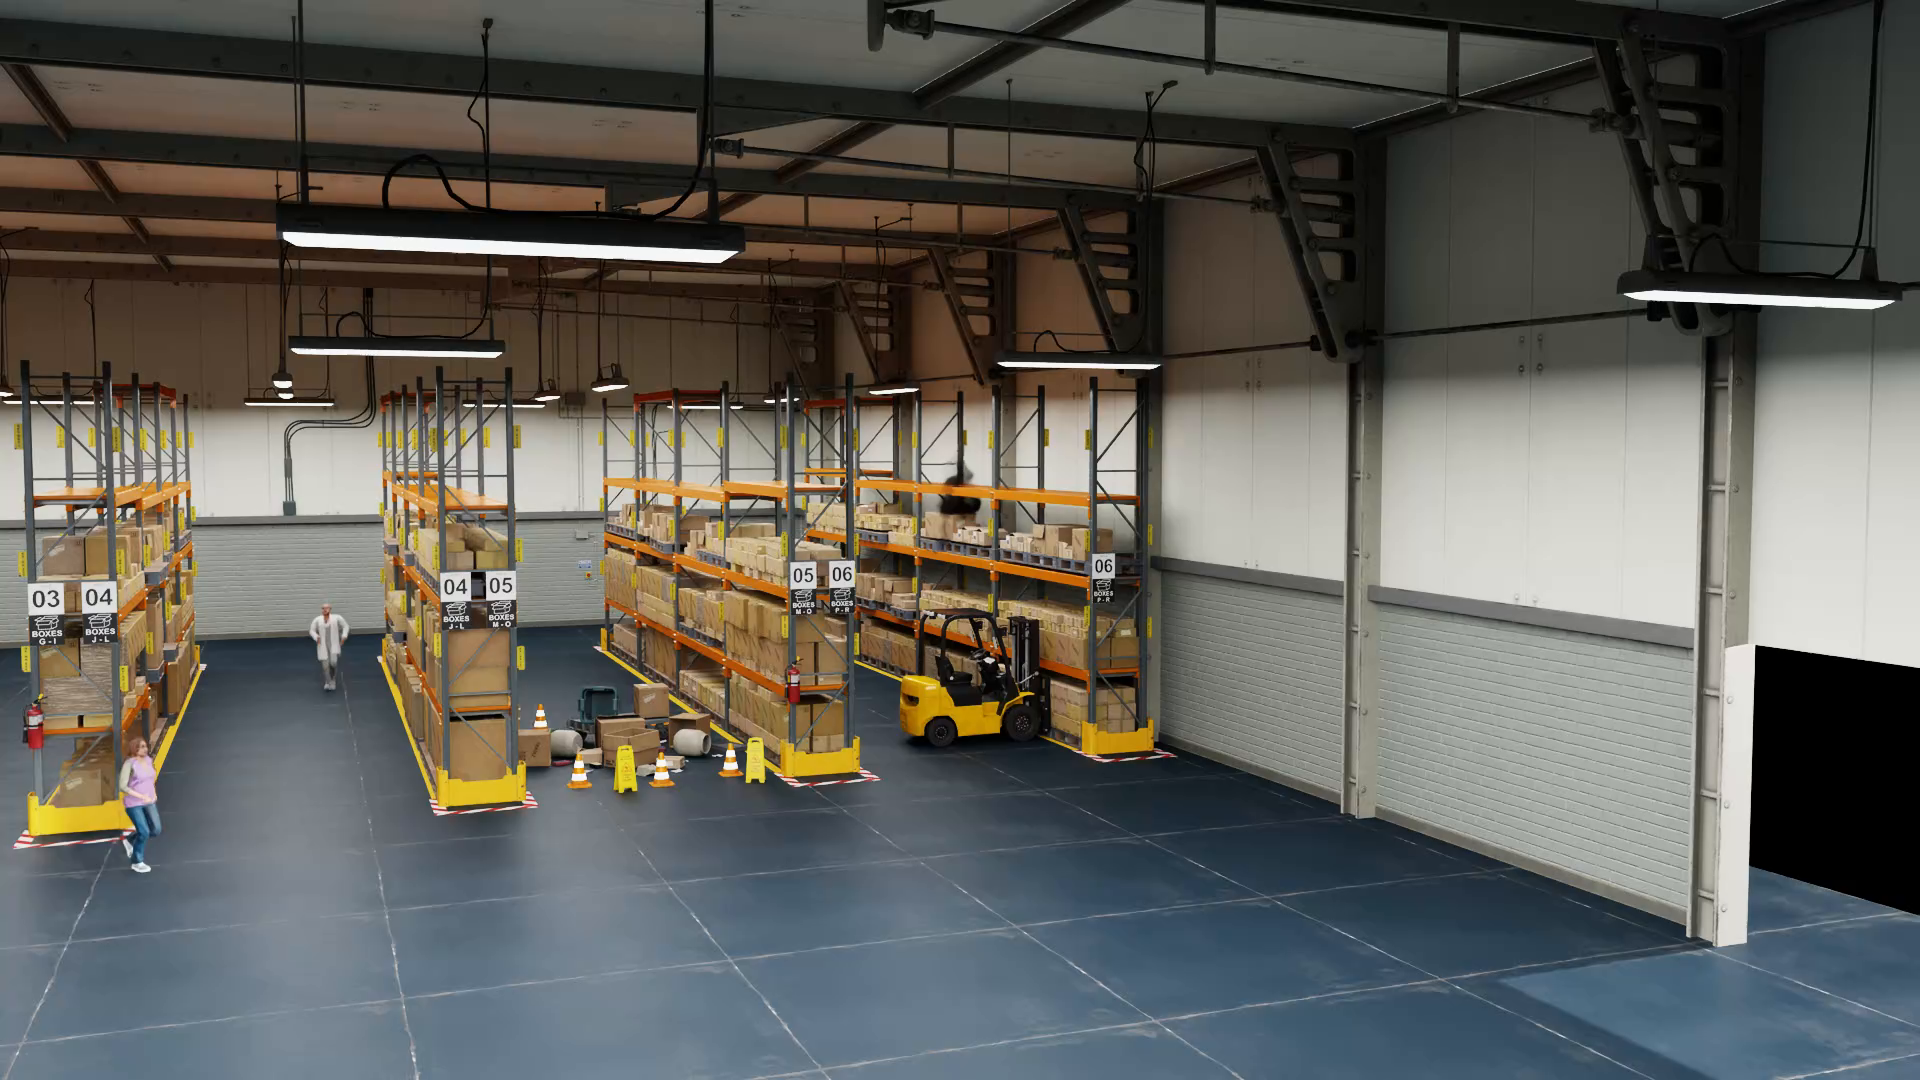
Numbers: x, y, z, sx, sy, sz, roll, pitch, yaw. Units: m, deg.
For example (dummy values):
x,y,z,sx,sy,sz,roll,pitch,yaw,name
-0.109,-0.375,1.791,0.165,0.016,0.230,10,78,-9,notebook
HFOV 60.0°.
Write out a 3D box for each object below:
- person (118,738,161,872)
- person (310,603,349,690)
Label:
x,y,z,sx,sy,sz,roll,pitch,yaw,name
-9.534,3.067,19.319,0.577,1.559,0.569,1,4,17,person
-12.608,2.132,33.217,0.721,1.740,0.680,-1,4,-15,person
